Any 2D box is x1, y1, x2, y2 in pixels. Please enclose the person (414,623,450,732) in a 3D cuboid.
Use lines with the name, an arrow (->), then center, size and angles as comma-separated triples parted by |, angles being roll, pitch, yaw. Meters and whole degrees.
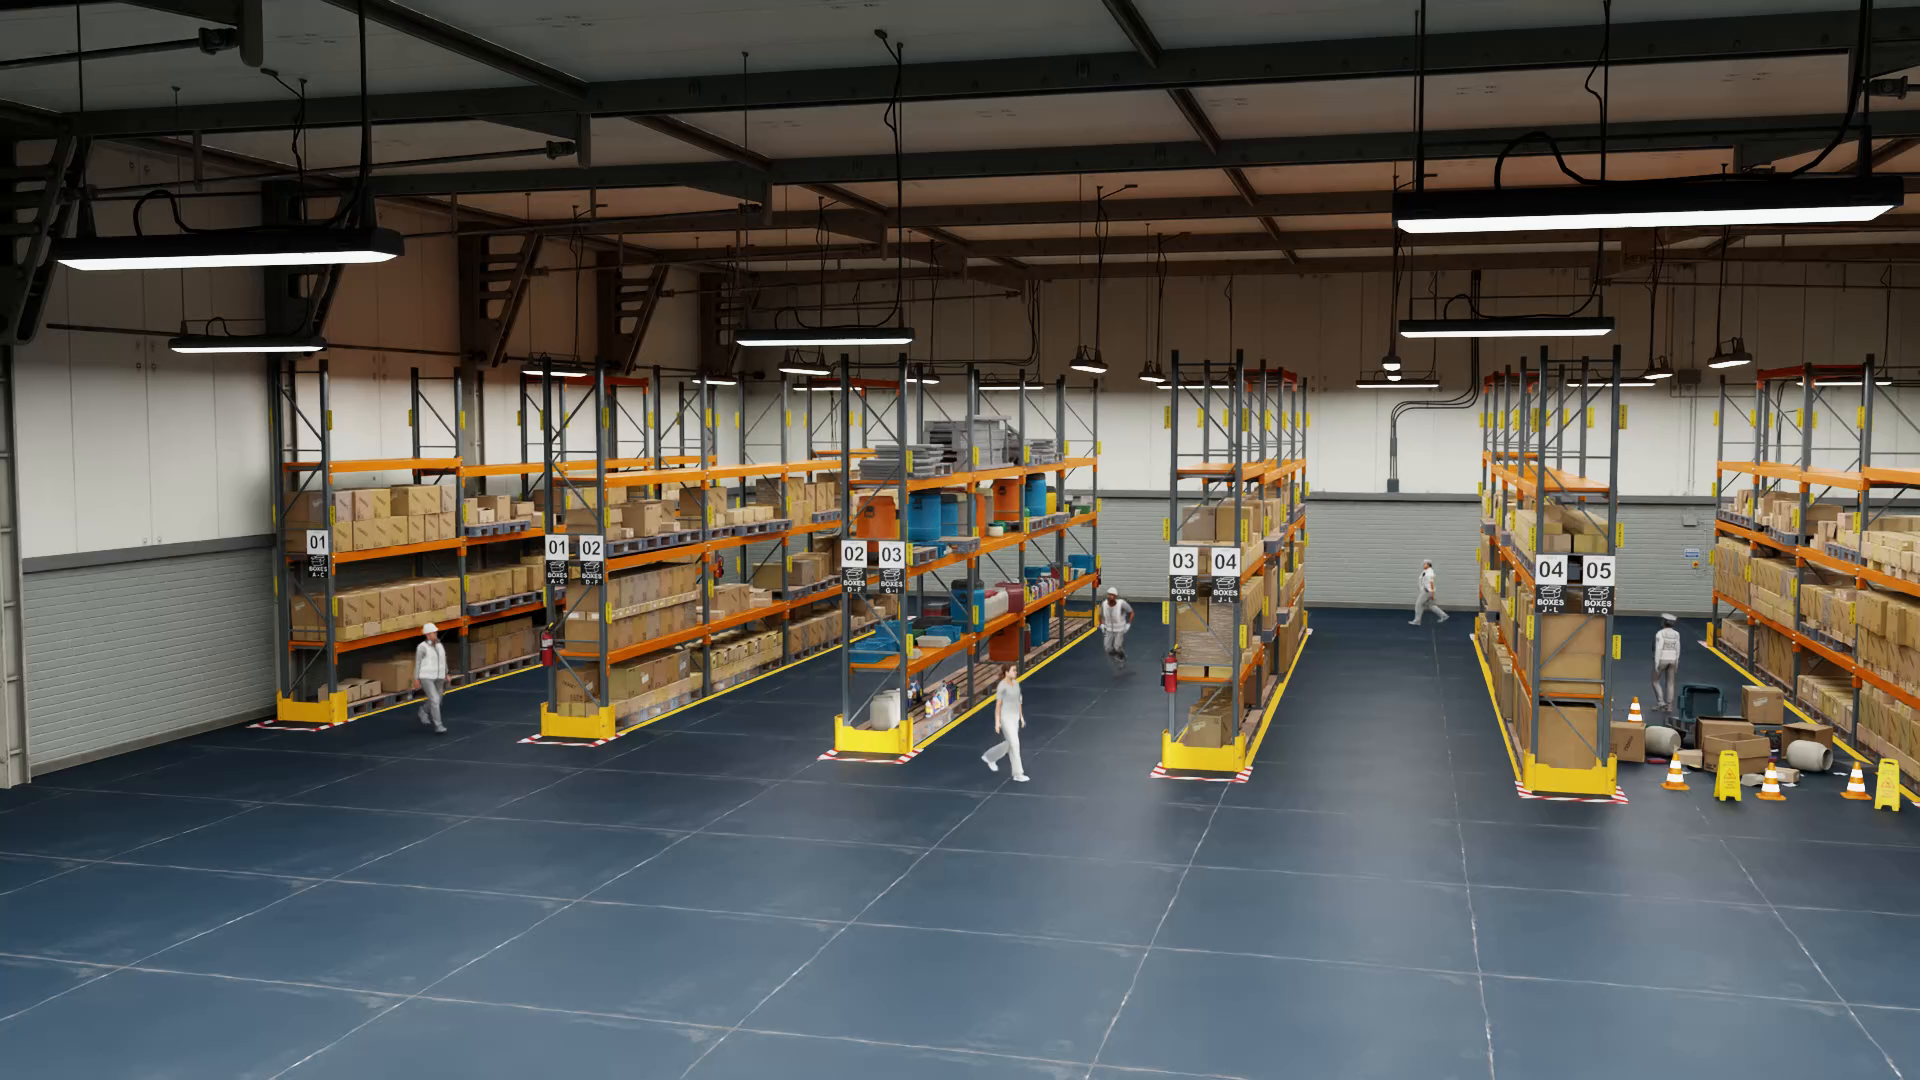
person -> -8.527, 2.203, 26.782 | 0.944, 1.744, 0.574 | 3, 5, 40

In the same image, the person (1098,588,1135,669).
person -> 3.053, 1.729, 32.477 | 0.724, 1.630, 0.630 | 2, 5, 25

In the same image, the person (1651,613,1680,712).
person -> 12.125, 2.122, 28.511 | 0.505, 1.708, 0.462 | 0, 4, -3

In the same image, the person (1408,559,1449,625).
person -> 11.431, 1.268, 40.522 | 0.962, 1.620, 0.484 | 1, 4, 16

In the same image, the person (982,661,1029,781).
person -> 0.664, 2.506, 23.257 | 0.922, 1.635, 0.479 | 3, 5, 38
